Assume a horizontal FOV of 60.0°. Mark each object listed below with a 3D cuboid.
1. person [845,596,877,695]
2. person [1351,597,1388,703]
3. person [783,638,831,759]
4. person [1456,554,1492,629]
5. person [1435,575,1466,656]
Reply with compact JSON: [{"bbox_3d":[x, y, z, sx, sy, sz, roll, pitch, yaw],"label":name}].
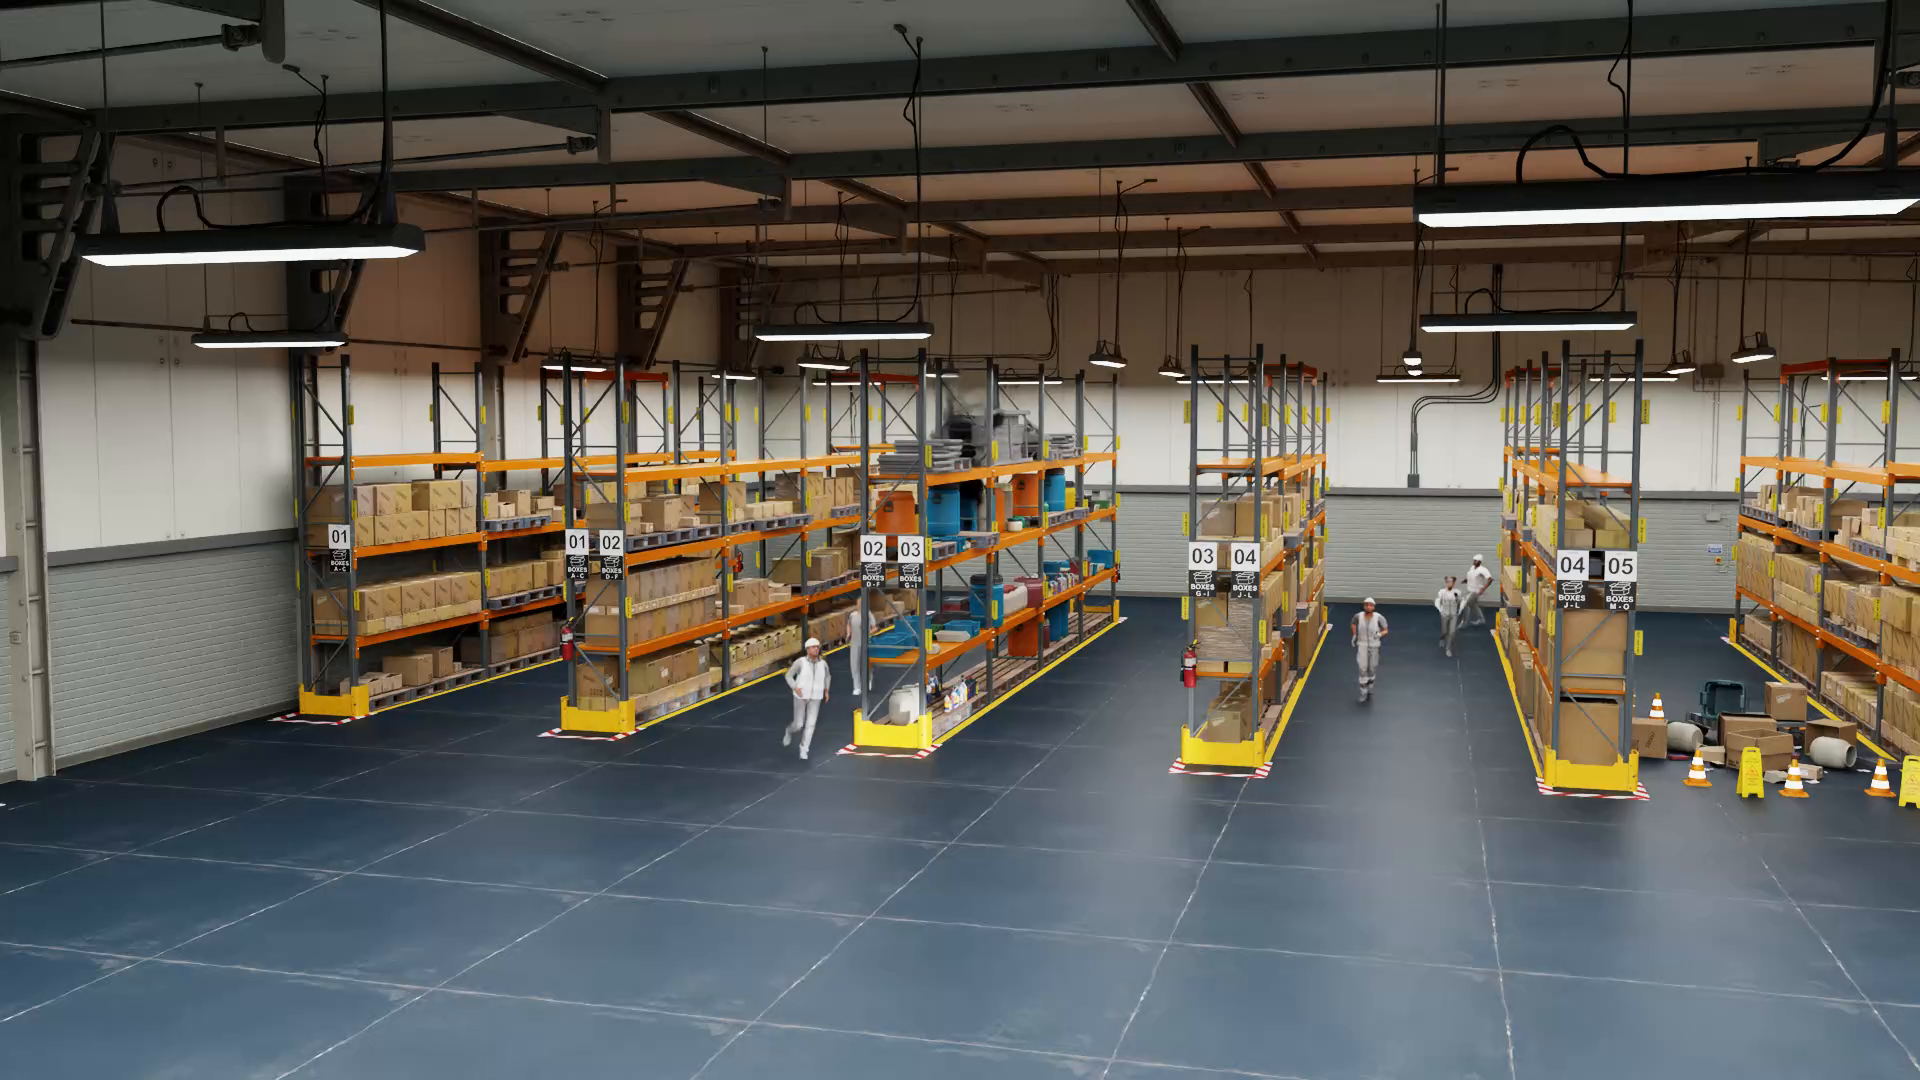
[{"bbox_3d":[-1.691,1.775,28.186,0.575,1.646,0.736,1,4,14],"label":"person"},{"bbox_3d":[7.210,1.920,29.294,0.641,1.838,0.794,1,4,13],"label":"person"},{"bbox_3d":[-2.202,2.308,24.483,0.712,1.721,0.808,-2,5,-22],"label":"person"},{"bbox_3d":[12.053,1.211,38.990,0.777,1.772,0.753,-1,4,-8],"label":"person"},{"bbox_3d":[10.277,1.570,34.852,0.622,1.687,0.695,1,4,15],"label":"person"}]
